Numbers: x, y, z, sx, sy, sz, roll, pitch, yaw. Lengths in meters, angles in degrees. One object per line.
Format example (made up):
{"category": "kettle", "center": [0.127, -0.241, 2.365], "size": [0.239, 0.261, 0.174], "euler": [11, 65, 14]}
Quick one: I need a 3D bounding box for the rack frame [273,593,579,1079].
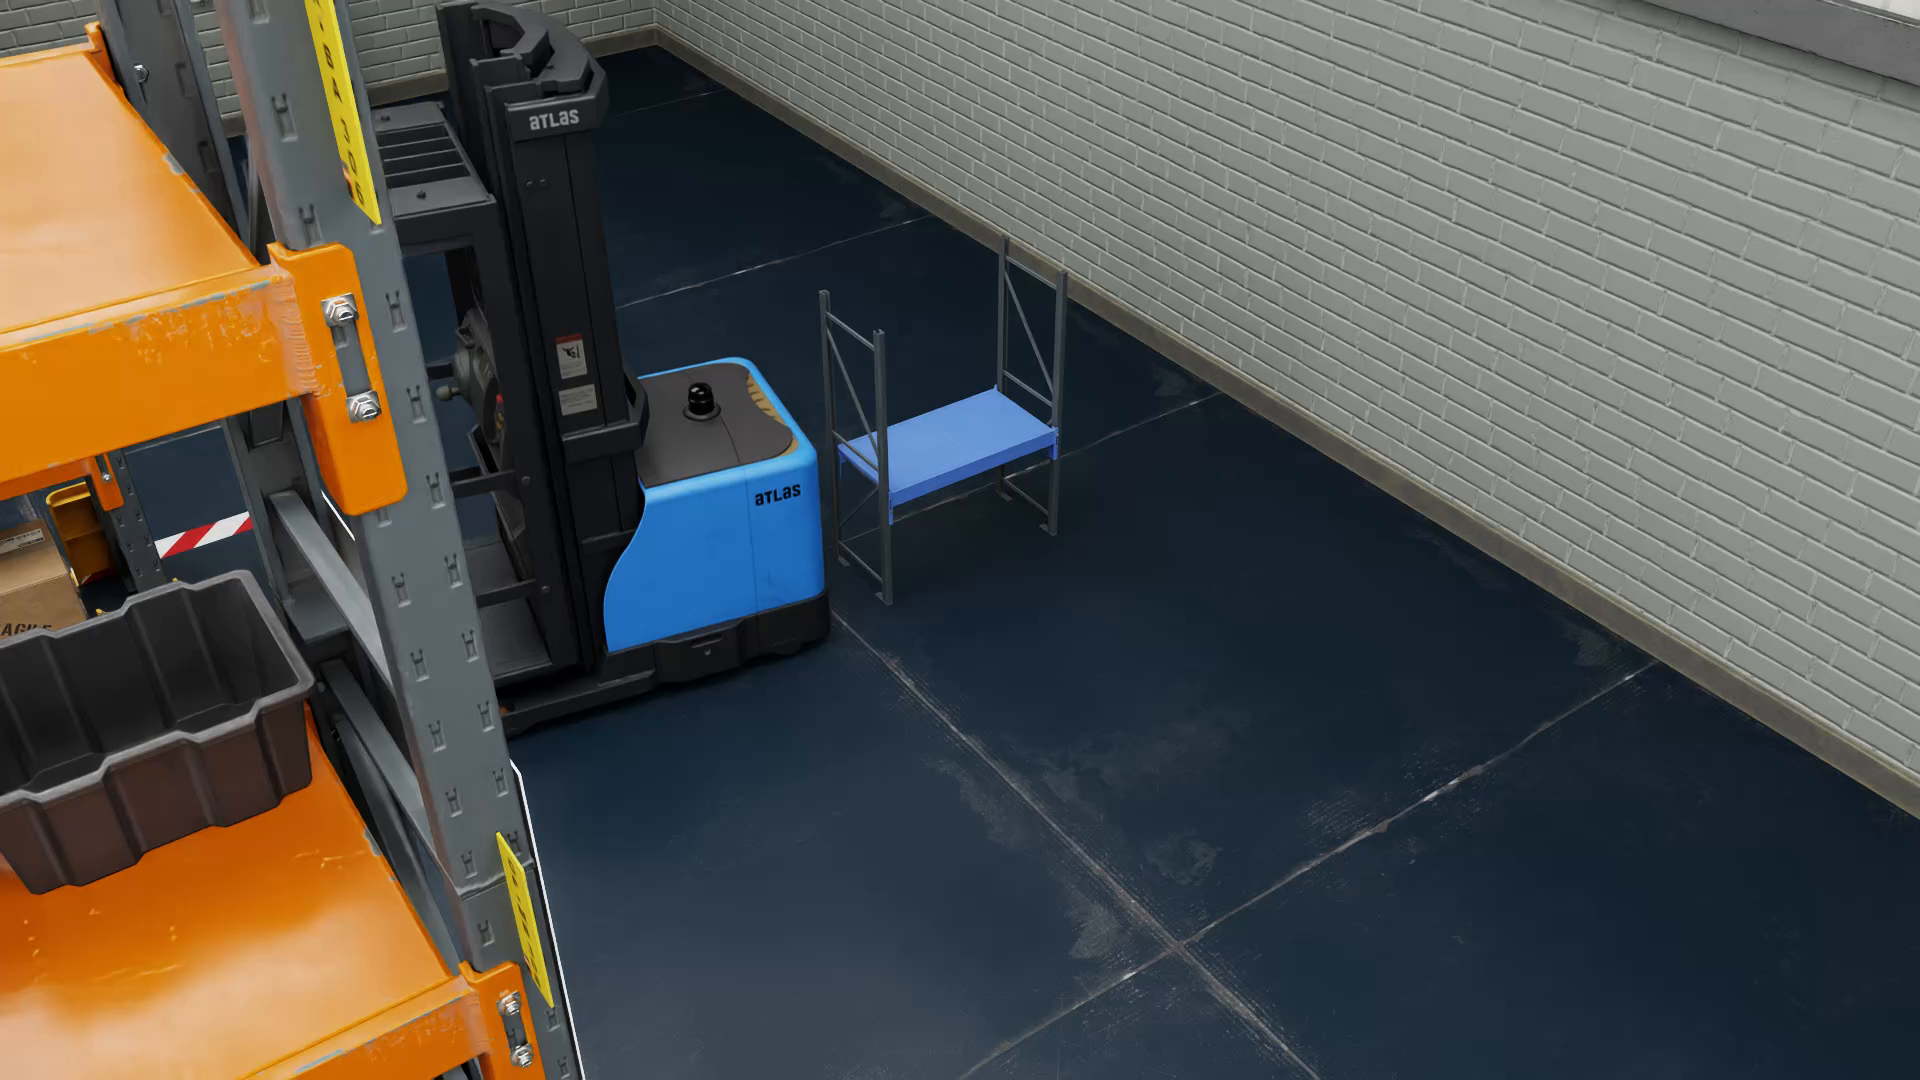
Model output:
{"category": "rack frame", "center": [-1.026, 1.530, 3.867], "size": [0.127, 3.000, 1.000], "euler": [-22, 41, -28]}

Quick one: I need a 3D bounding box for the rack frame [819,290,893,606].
{"category": "rack frame", "center": [-0.485, -0.409, 7.848], "size": [0.032, 1.500, 0.500], "euler": [-22, 41, -28]}

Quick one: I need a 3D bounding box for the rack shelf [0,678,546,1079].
{"category": "rack shelf", "center": [-2.661, 1.277, 2.266], "size": [4.000, 0.370, 1.077], "euler": [-22, 41, -28]}

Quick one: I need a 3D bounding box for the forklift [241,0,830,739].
{"category": "forklift", "center": [-2.175, -0.601, 6.889], "size": [3.031, 2.935, 1.130], "euler": [-15, 38, -20]}

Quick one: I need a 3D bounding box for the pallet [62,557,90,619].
{"category": "pallet", "center": [-4.590, 0.591, 7.561], "size": [1.213, 0.211, 1.003], "euler": [-22, 41, -28]}

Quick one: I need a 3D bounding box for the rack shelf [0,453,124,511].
{"category": "rack shelf", "center": [-5.511, 0.130, 6.430], "size": [4.000, 0.370, 1.077], "euler": [-22, 41, -28]}

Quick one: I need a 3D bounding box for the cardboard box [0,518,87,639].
{"category": "cardboard box", "center": [-4.179, 0.301, 7.339], "size": [0.500, 0.500, 0.500], "euler": [-22, 41, -28]}

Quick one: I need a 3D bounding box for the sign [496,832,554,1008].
{"category": "sign", "center": [-0.696, 0.612, 2.664], "size": [0.005, 0.325, 0.100], "euler": [-22, 41, -28]}

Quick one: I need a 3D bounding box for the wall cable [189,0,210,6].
{"category": "wall cable", "center": [-6.232, -4.493, 11.371], "size": [1.851, 1.984, 0.084], "euler": [-22, 41, -28]}

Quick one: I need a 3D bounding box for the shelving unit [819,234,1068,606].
{"category": "shelving unit", "center": [-0.070, -0.580, 8.086], "size": [1.048, 1.500, 0.538], "euler": [-22, 41, -28]}

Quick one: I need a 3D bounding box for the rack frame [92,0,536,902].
{"category": "rack frame", "center": [-1.026, -0.905, 2.115], "size": [0.127, 3.000, 1.000], "euler": [-22, 41, -28]}

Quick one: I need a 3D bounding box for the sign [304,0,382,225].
{"category": "sign", "center": [-0.696, -0.517, 1.852], "size": [0.005, 0.325, 0.100], "euler": [-22, 41, -28]}

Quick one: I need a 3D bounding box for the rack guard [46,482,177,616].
{"category": "rack guard", "center": [-3.939, 0.205, 7.850], "size": [0.348, 0.500, 1.175], "euler": [-22, 41, -28]}

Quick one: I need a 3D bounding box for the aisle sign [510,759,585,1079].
{"category": "aisle sign", "center": [-0.799, 0.590, 2.947], "size": [0.004, 0.787, 0.394], "euler": [-22, 41, -28]}

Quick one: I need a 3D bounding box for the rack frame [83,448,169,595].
{"category": "rack frame", "center": [-3.877, -0.835, 7.156], "size": [0.127, 3.000, 1.000], "euler": [-22, 41, -28]}

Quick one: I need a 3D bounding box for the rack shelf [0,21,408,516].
{"category": "rack shelf", "center": [-2.661, 0.222, 1.507], "size": [4.000, 0.370, 1.077], "euler": [-22, 41, -28]}

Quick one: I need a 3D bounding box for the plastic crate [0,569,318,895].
{"category": "plastic crate", "center": [-1.501, 0.362, 3.034], "size": [0.590, 0.269, 0.497], "euler": [-22, 41, -28]}

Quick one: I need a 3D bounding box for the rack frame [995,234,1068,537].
{"category": "rack frame", "center": [0.346, -0.751, 8.323], "size": [0.032, 1.500, 0.500], "euler": [-22, 41, -28]}

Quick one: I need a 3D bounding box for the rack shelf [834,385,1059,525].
{"category": "rack shelf", "center": [-0.070, -0.434, 8.191], "size": [1.000, 0.185, 0.538], "euler": [-22, 41, -28]}

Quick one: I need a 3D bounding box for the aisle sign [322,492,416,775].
{"category": "aisle sign", "center": [-1.139, 0.309, 3.339], "size": [0.004, 0.787, 0.394], "euler": [-22, 41, -28]}
